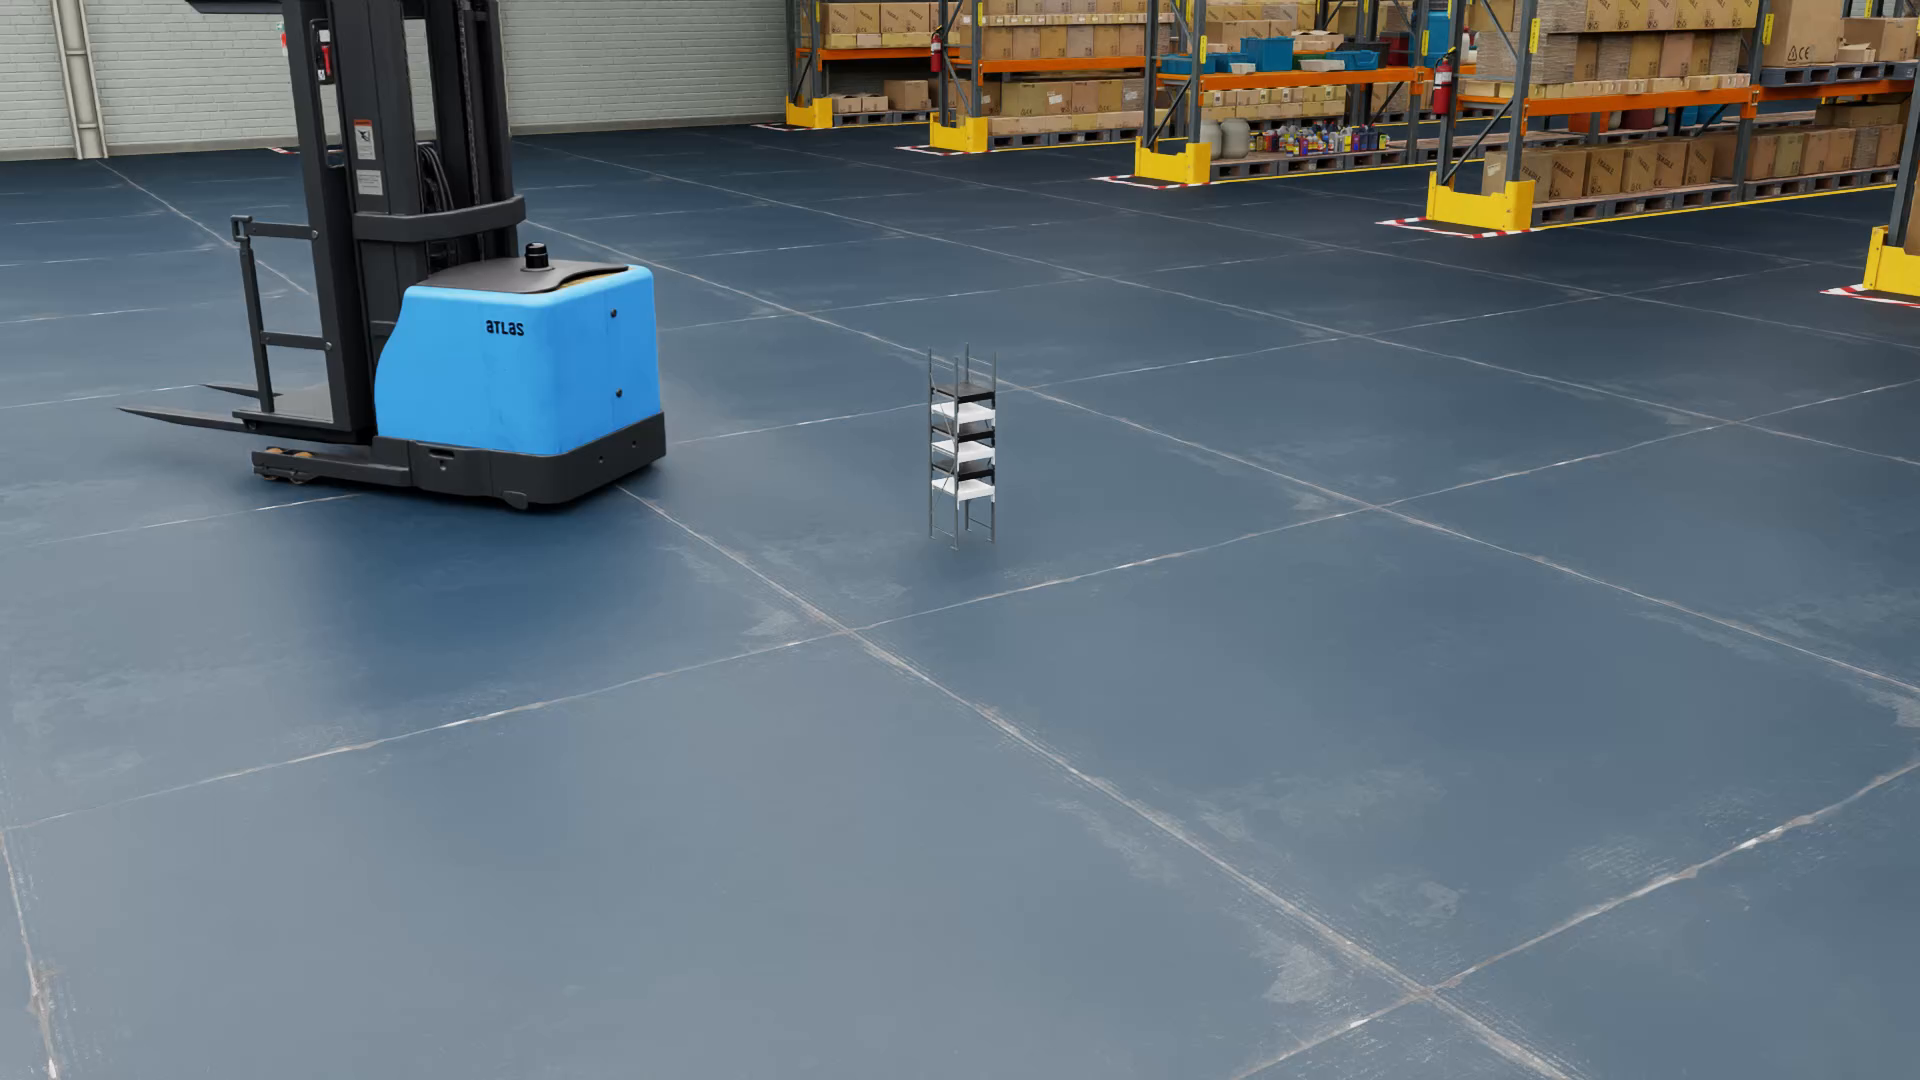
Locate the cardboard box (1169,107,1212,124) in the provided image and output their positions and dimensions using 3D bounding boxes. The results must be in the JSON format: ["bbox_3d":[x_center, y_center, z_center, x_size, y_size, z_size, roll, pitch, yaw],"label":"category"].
[{"bbox_3d":[3.810,-7.032,27.499,0.500,0.250,0.500,-13,22,-33],"label":"cardboard box"}]

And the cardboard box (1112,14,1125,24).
[{"bbox_3d":[2.376,-8.202,26.152,0.250,0.149,0.380,-12,22,-32],"label":"cardboard box"}]

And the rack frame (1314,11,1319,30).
[{"bbox_3d":[7.290,-10.864,35.197,0.127,3.000,1.000,-12,22,-31],"label":"rack frame"}]

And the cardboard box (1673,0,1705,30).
[{"bbox_3d":[7.722,-5.813,18.075,0.500,0.500,0.500,-12,22,-31],"label":"cardboard box"}]

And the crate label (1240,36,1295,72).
[{"bbox_3d":[4.105,-6.514,22.274,0.616,0.435,0.502,-12,22,-31],"label":"crate label"}]

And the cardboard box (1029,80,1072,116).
[{"bbox_3d":[1.393,-6.893,25.917,0.500,0.500,0.500,-12,22,-31],"label":"cardboard box"}]

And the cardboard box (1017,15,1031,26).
[{"bbox_3d":[0.870,-7.883,25.210,0.250,0.149,0.380,-12,22,-31],"label":"cardboard box"}]

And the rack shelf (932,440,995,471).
[{"bbox_3d":[0.007,-0.396,7.616,0.200,0.077,0.258,-12,22,-31],"label":"rack shelf"}]

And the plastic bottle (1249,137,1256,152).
[{"bbox_3d":[4.010,-5.424,22.788,0.097,0.201,0.097,0,19,0],"label":"plastic bottle"}]

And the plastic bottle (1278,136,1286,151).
[{"bbox_3d":[4.435,-5.456,22.881,0.097,0.201,0.097,0,19,0],"label":"plastic bottle"}]

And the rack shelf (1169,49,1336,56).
[{"bbox_3d":[5.007,-8.142,28.269,4.000,0.370,1.077,-12,22,-31],"label":"rack shelf"}]

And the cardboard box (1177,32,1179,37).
[{"bbox_3d":[4.352,-10.046,33.138,0.250,0.149,0.380,-12,22,-32],"label":"cardboard box"}]

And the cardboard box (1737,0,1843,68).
[{"bbox_3d":[9.522,-6.066,19.412,1.000,1.000,1.000,-12,22,-31],"label":"cardboard box"}]

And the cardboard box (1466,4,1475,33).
[{"bbox_3d":[9.499,-9.763,31.127,0.700,0.500,0.500,14,23,35],"label":"cardboard box"}]

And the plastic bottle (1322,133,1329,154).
[{"bbox_3d":[4.942,-5.366,22.507,0.097,0.271,0.097,0,19,0],"label":"plastic bottle"}]

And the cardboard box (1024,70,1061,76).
[{"bbox_3d":[1.580,-9.047,31.868,0.500,0.250,0.500,-12,22,-33],"label":"cardboard box"}]

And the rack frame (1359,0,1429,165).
[{"bbox_3d":[6.058,-6.805,23.191,0.127,3.000,1.000,-12,22,-31],"label":"rack frame"}]

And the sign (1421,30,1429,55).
[{"bbox_3d":[6.351,-6.787,22.705,0.005,0.325,0.100,-12,22,-31],"label":"sign"}]

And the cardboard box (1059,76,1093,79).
[{"bbox_3d":[1.942,-7.208,26.850,0.500,0.500,0.500,-12,22,-31],"label":"cardboard box"}]

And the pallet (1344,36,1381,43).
[{"bbox_3d":[7.205,-8.883,29.635,1.003,0.211,1.213,-12,22,-31],"label":"pallet"}]

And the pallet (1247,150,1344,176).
[{"bbox_3d":[4.454,-5.161,22.681,1.213,0.211,1.003,-12,22,-31],"label":"pallet"}]

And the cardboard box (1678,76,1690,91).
[{"bbox_3d":[7.879,-5.093,18.518,0.250,0.149,0.380,-12,22,-31],"label":"cardboard box"}]

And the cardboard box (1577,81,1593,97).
[{"bbox_3d":[6.444,-4.772,17.568,0.250,0.149,0.380,-12,22,-31],"label":"cardboard box"}]

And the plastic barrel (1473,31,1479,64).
[{"bbox_3d":[7.590,-7.109,23.876,0.433,0.535,0.433,0,19,0],"label":"plastic barrel"}]

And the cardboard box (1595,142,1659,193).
[{"bbox_3d":[7.476,-4.202,18.738,0.500,0.500,0.500,-14,23,-36],"label":"cardboard box"}]

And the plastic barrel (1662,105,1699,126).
[{"bbox_3d":[11.684,-7.203,26.989,0.708,0.901,0.600,-12,22,-31],"label":"plastic barrel"}]

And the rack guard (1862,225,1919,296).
[{"bbox_3d":[8.064,-2.243,13.599,0.348,0.500,1.175,-12,22,-31],"label":"rack guard"}]

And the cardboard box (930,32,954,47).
[{"bbox_3d":[-0.452,-9.051,30.036,0.500,0.250,0.500,-12,22,-32],"label":"cardboard box"}]

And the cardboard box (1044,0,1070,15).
[{"bbox_3d":[1.294,-8.359,25.606,0.500,0.500,0.700,-12,22,-31],"label":"cardboard box"}]

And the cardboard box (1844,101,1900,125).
[{"bbox_3d":[11.579,-5.438,21.193,0.500,0.250,0.500,-11,22,-29],"label":"cardboard box"}]

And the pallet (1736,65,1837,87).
[{"bbox_3d":[9.500,-5.485,19.586,1.213,0.211,1.003,-12,22,-31],"label":"pallet"}]

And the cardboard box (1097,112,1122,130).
[{"bbox_3d":[2.237,-6.710,26.545,0.500,0.250,0.500,-12,22,-31],"label":"cardboard box"}]

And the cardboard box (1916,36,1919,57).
[{"bbox_3d":[12.678,-6.245,21.378,0.500,0.500,0.500,-11,22,-30],"label":"cardboard box"}]

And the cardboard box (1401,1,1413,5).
[{"bbox_3d":[9.609,-11.487,36.572,0.700,0.700,0.980,-12,22,-32],"label":"cardboard box"}]

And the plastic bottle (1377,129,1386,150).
[{"bbox_3d":[5.837,-5.554,23.044,0.133,0.283,0.061,-11,21,-29],"label":"plastic bottle"}]

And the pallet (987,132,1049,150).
[{"bbox_3d":[0.611,-6.251,25.906,1.213,0.211,1.003,-12,22,-31],"label":"pallet"}]

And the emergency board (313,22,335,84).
[{"bbox_3d":[-9.719,-7.623,25.611,0.643,1.169,0.194,-12,22,-31],"label":"emergency board"}]

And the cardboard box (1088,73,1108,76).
[{"bbox_3d":[2.483,-8.888,32.569,0.500,0.500,0.700,-12,22,-32],"label":"cardboard box"}]

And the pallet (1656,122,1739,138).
[{"bbox_3d":[12.072,-6.769,27.436,1.213,0.211,1.003,-12,22,-31],"label":"pallet"}]

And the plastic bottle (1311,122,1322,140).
[{"bbox_3d":[4.998,-5.694,23.354,0.185,0.351,0.144,-13,23,-34],"label":"plastic bottle"}]

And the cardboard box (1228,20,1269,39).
[{"bbox_3d":[4.845,-8.490,28.018,0.500,0.500,0.500,-12,22,-31],"label":"cardboard box"}]

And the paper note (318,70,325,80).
[{"bbox_3d":[-9.905,-7.193,25.714,0.142,0.148,0.016,-12,22,-31],"label":"paper note"}]

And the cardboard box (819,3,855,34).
[{"bbox_3d":[-2.168,-9.048,28.857,0.500,0.500,0.500,-12,22,-31],"label":"cardboard box"}]

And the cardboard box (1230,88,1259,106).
[{"bbox_3d":[4.671,-7.477,27.940,0.500,0.311,0.500,-13,22,-33],"label":"cardboard box"}]

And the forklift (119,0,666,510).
[{"bbox_3d":[-3.134,-1.822,8.558,3.031,2.935,1.130,7,20,21],"label":"forklift"}]

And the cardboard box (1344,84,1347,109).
[{"bbox_3d":[7.329,-8.087,30.199,0.500,0.500,0.500,-11,22,-29],"label":"cardboard box"}]

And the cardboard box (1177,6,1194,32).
[{"bbox_3d":[4.496,-10.375,33.097,0.500,0.500,0.500,-11,22,-30],"label":"cardboard box"}]

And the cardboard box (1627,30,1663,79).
[{"bbox_3d":[7.132,-5.335,18.222,0.500,0.500,0.875,-12,22,-31],"label":"cardboard box"}]

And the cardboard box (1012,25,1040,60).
[{"bbox_3d":[0.829,-7.646,25.522,0.500,0.500,0.700,-11,22,-30],"label":"cardboard box"}]

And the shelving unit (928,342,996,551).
[{"bbox_3d":[0.007,-0.428,7.605,0.210,0.900,0.258,-12,22,-31],"label":"shelving unit"}]

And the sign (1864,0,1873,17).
[{"bbox_3d":[11.814,-6.881,21.608,0.005,0.325,0.100,-12,22,-31],"label":"sign"}]

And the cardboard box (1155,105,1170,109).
[{"bbox_3d":[3.523,-7.178,27.930,0.500,0.250,0.500,-12,22,-32],"label":"cardboard box"}]
